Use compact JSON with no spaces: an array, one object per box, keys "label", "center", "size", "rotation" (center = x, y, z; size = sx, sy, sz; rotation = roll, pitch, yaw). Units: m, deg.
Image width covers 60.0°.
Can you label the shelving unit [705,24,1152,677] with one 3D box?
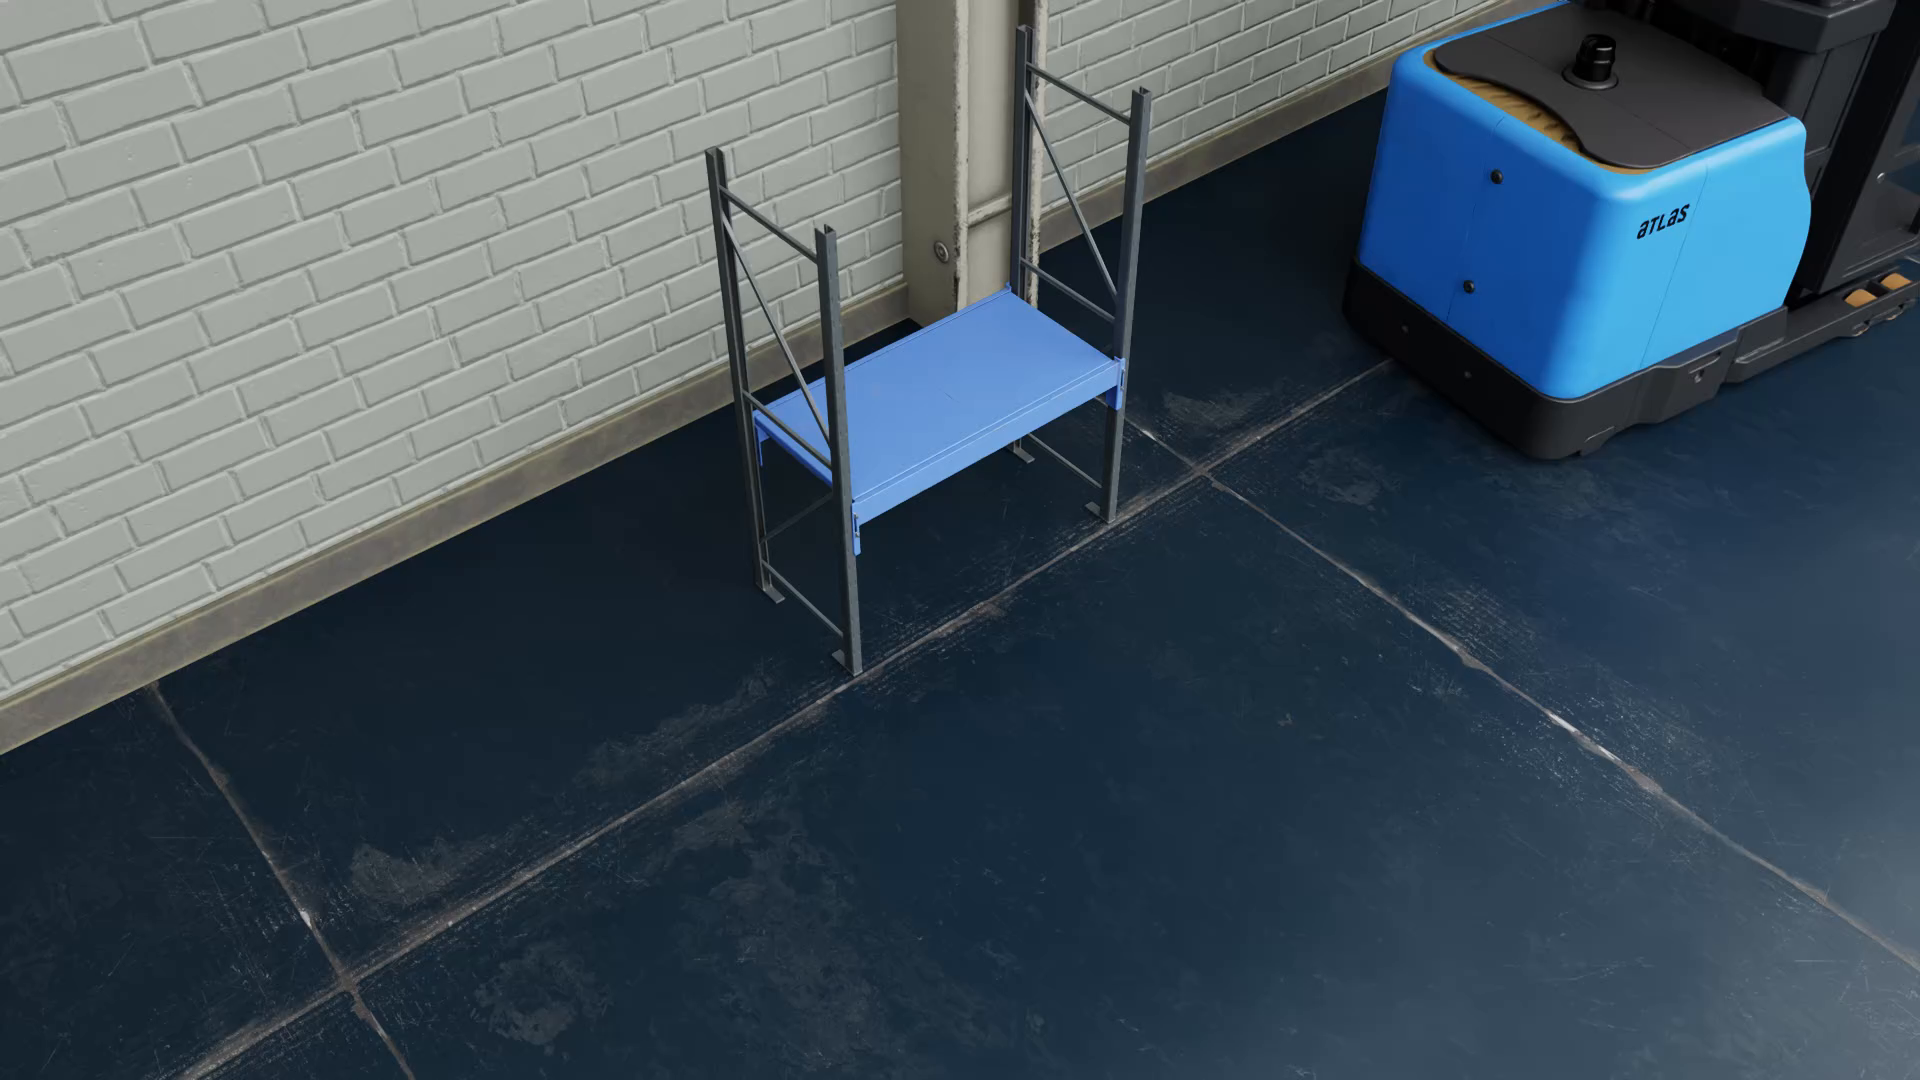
[{"label":"shelving unit","center":[-0.065,-0.509,4.697],"size":[1.048,1.500,0.538],"rotation":[-30,51,-28]}]

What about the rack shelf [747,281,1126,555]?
[{"label":"rack shelf","center":[-0.065,-0.378,4.820],"size":[1.000,0.185,0.538],"rotation":[-30,51,-28]}]

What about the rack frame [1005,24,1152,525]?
[{"label":"rack frame","center":[0.325,-0.732,4.934],"size":[0.032,1.500,0.500],"rotation":[-30,51,-28]}]

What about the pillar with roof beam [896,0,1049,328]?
[{"label":"pillar with roof beam","center":[2.803,-1.867,0.664],"size":[0.400,9.000,9.100],"rotation":[-30,51,-28]}]

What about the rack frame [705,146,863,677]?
[{"label":"rack frame","center":[-0.455,-0.286,4.459],"size":[0.032,1.500,0.500],"rotation":[-30,51,-28]}]

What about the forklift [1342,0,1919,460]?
[{"label":"forklift","center":[2.910,-2.095,5.340],"size":[3.031,2.935,1.130],"rotation":[-23,48,-22]}]
